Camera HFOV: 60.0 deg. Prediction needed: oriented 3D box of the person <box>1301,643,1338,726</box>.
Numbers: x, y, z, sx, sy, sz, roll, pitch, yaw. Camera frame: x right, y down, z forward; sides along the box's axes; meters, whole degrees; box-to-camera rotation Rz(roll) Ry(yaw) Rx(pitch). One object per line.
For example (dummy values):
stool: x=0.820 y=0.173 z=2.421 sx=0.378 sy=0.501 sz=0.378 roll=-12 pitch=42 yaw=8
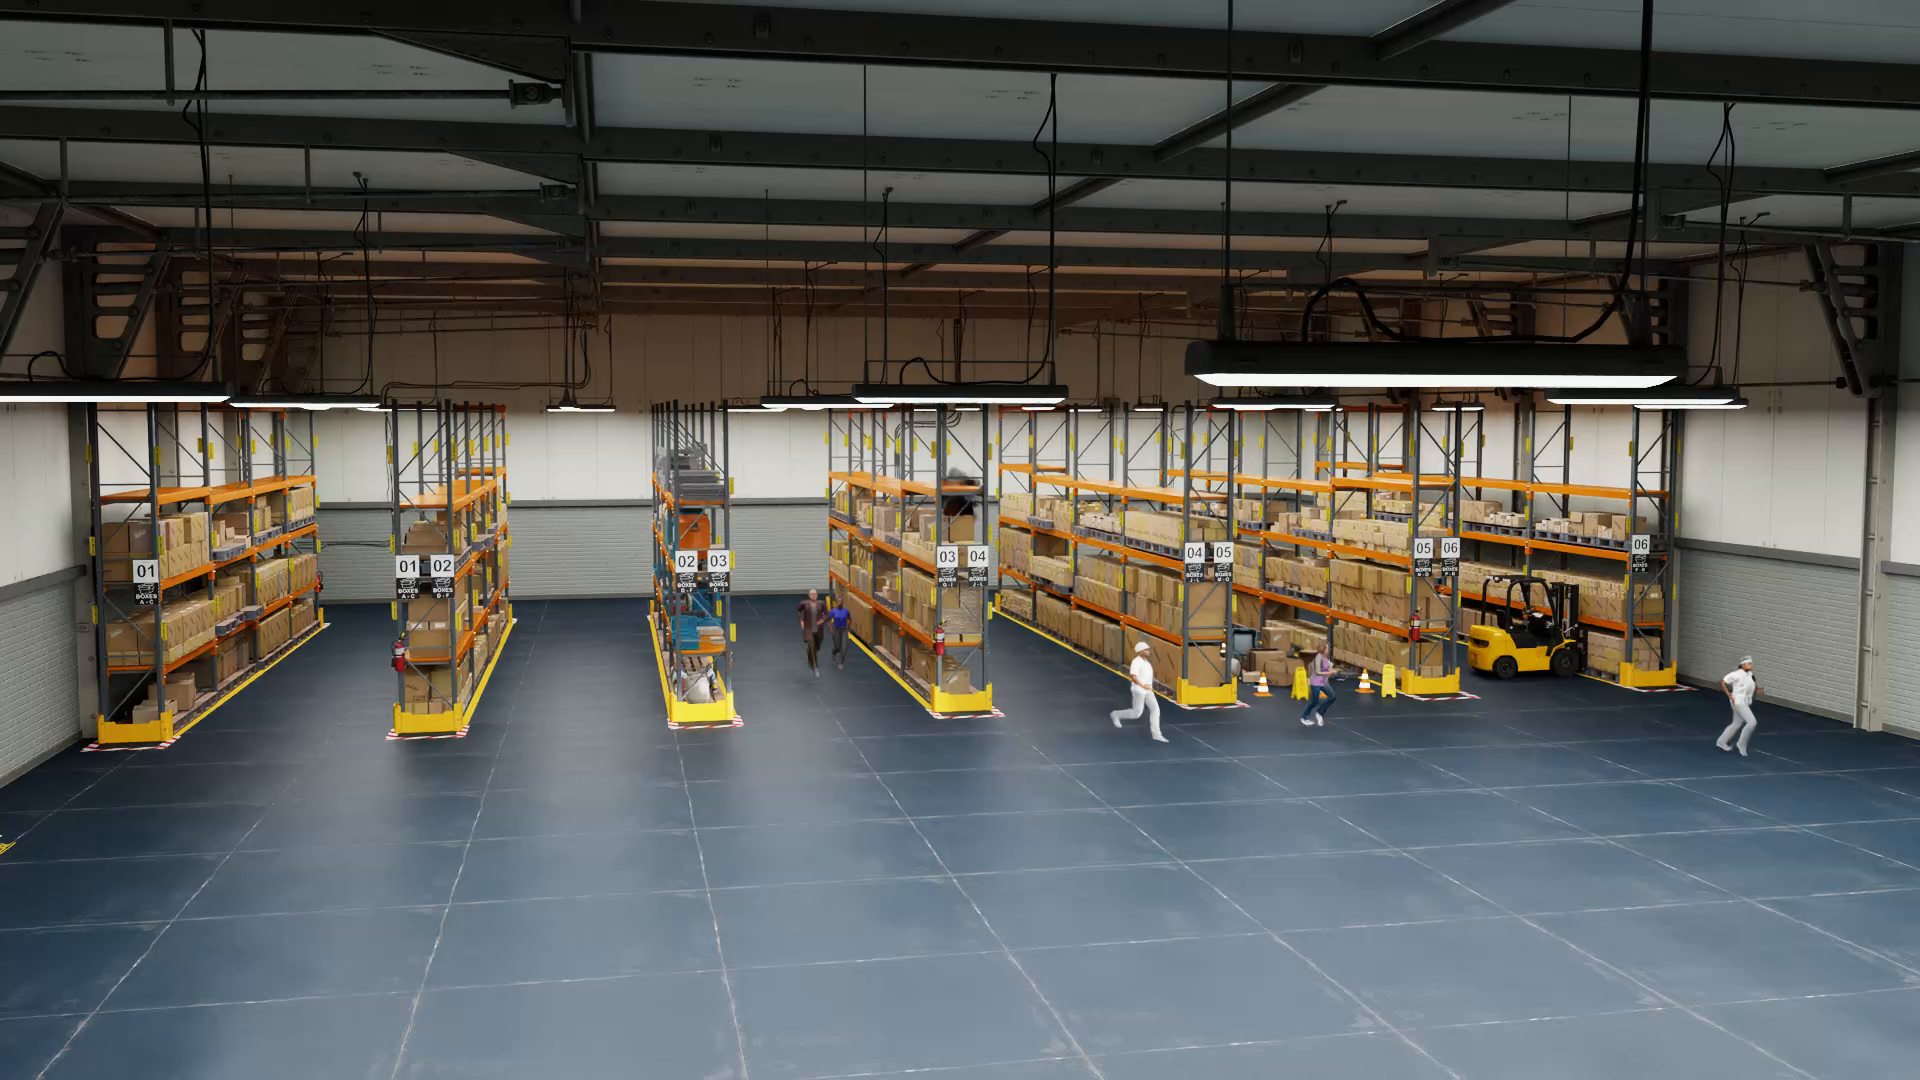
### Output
person: x=6.572 y=2.631 z=30.362 sx=0.737 sy=1.552 sz=0.567 roll=3 pitch=5 yaw=35

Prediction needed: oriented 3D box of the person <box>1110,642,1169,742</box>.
person: x=3.162 y=2.670 z=29.258 sx=1.066 sy=1.754 sz=0.667 roll=3 pitch=5 yaw=30

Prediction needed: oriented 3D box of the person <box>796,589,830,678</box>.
person: x=-3.111 y=1.942 z=35.343 sx=0.674 sy=1.811 sz=1.201 roll=-2 pitch=5 yaw=-21

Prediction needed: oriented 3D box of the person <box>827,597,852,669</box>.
person: x=-2.723 y=2.096 z=37.638 sx=0.582 sy=1.618 sz=0.578 roll=-1 pitch=5 yaw=-17

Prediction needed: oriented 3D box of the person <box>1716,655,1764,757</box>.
person: x=13.141 y=2.782 z=28.009 sx=0.559 sy=1.718 sz=0.747 roll=-4 pitch=6 yaw=-40
